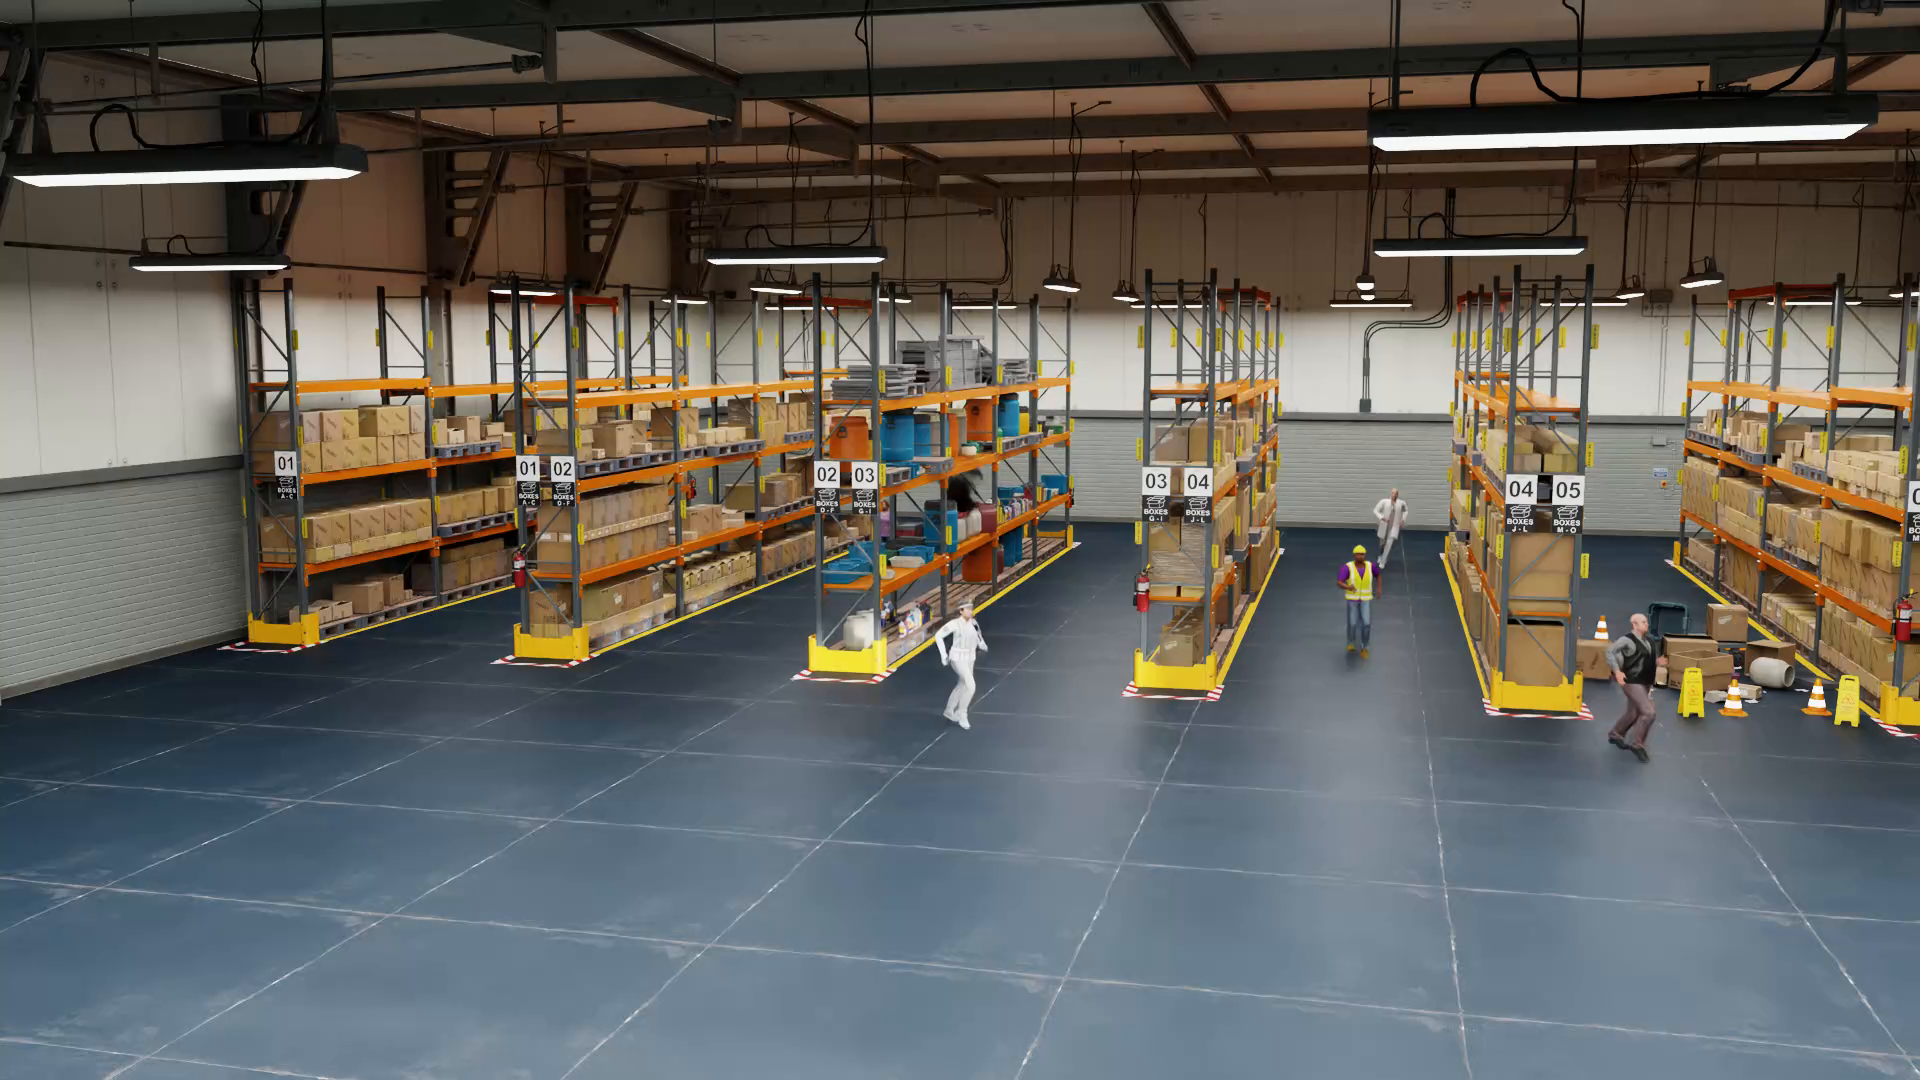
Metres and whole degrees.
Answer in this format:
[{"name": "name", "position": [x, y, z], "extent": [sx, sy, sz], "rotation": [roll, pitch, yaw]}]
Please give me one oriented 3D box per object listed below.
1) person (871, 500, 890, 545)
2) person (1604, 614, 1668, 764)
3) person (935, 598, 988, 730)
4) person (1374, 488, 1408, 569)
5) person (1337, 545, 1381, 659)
[{"name": "person", "position": [-1.659, -0.084, 35.885], "extent": [0.515, 1.562, 0.596], "rotation": [0, 7, -1]}, {"name": "person", "position": [8.120, 1.769, 19.954], "extent": [0.626, 1.784, 0.758], "rotation": [-5, 9, -38]}, {"name": "person", "position": [0.049, 1.600, 21.544], "extent": [0.783, 1.702, 0.565], "rotation": [6, 9, 43]}, {"name": "person", "position": [9.518, -0.274, 36.789], "extent": [0.739, 1.756, 0.952], "rotation": [2, 7, 14]}, {"name": "person", "position": [6.330, 0.993, 26.354], "extent": [0.726, 1.840, 0.744], "rotation": [1, 7, 5]}]
